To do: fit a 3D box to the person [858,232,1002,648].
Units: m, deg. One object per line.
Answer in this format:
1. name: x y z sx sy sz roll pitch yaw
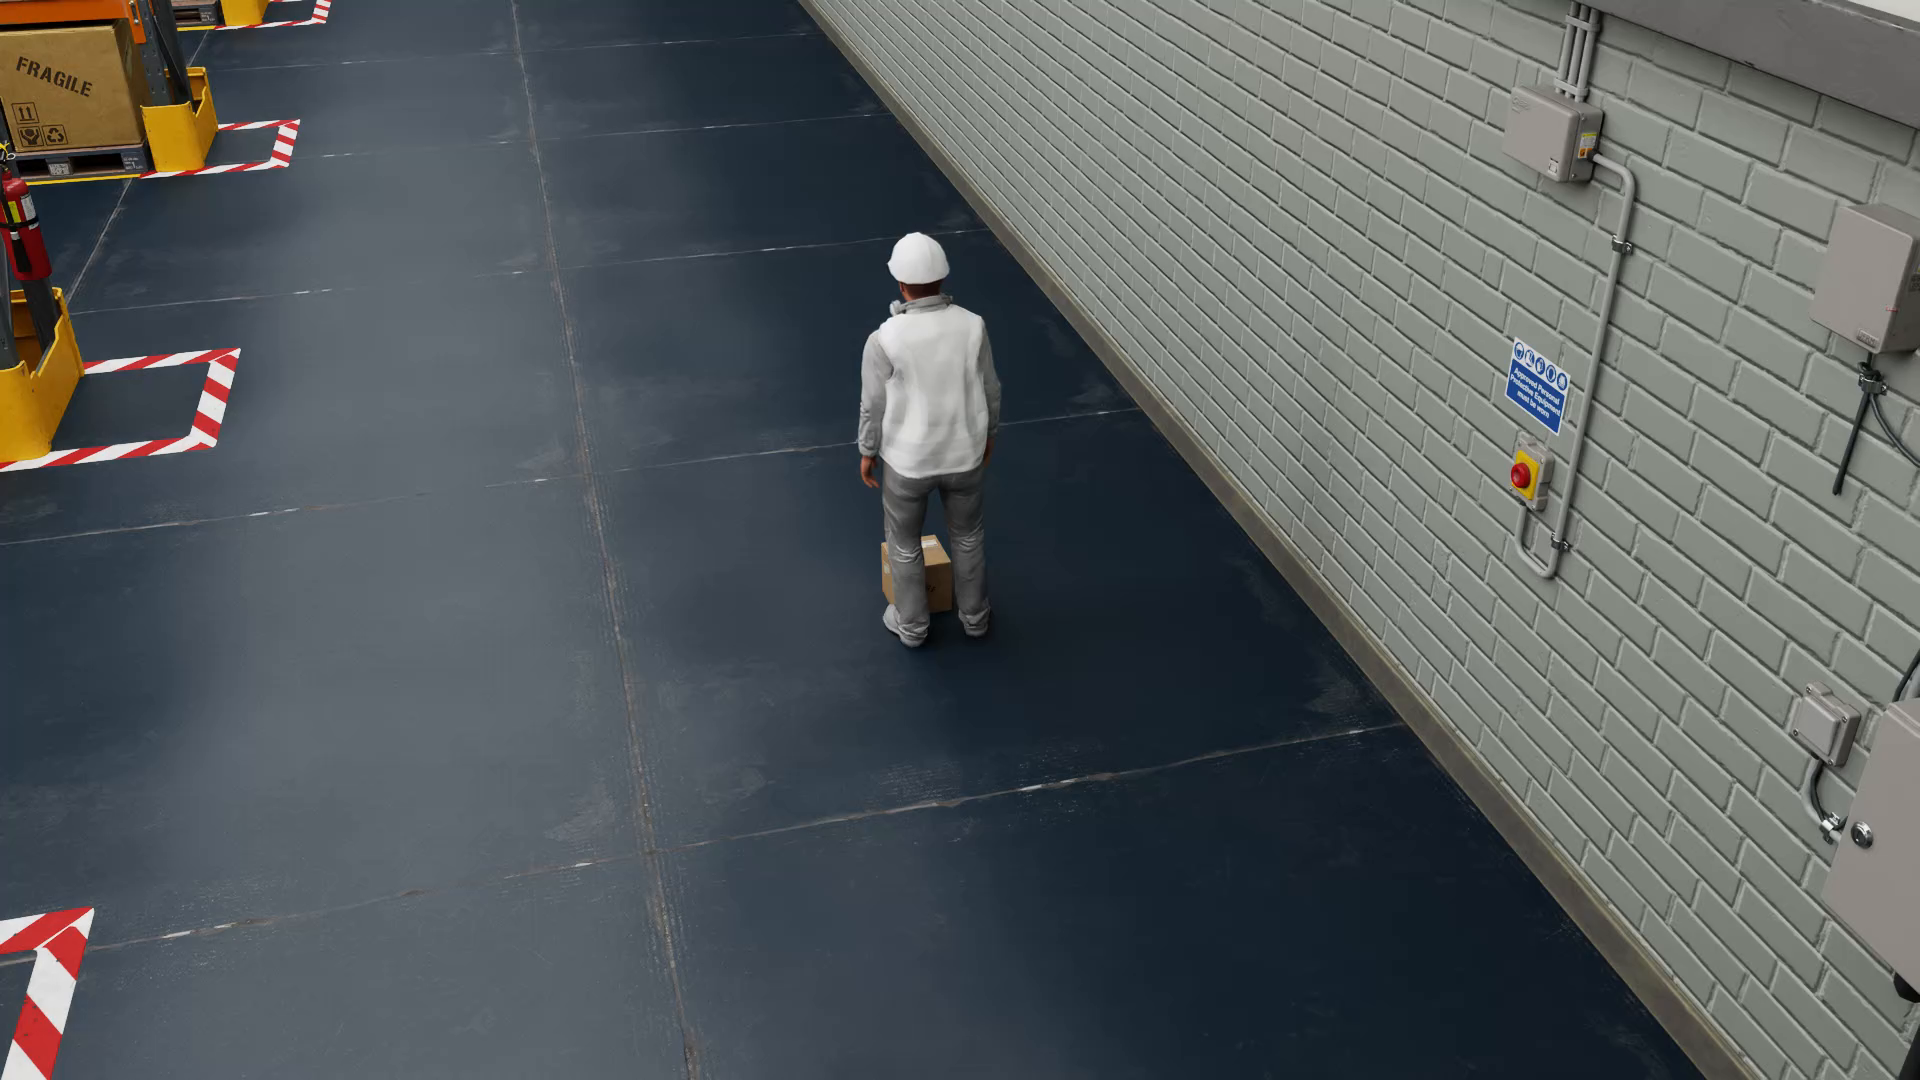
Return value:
1. person: -0.123 -0.373 6.750 0.589 1.769 0.460 -9 31 -15
